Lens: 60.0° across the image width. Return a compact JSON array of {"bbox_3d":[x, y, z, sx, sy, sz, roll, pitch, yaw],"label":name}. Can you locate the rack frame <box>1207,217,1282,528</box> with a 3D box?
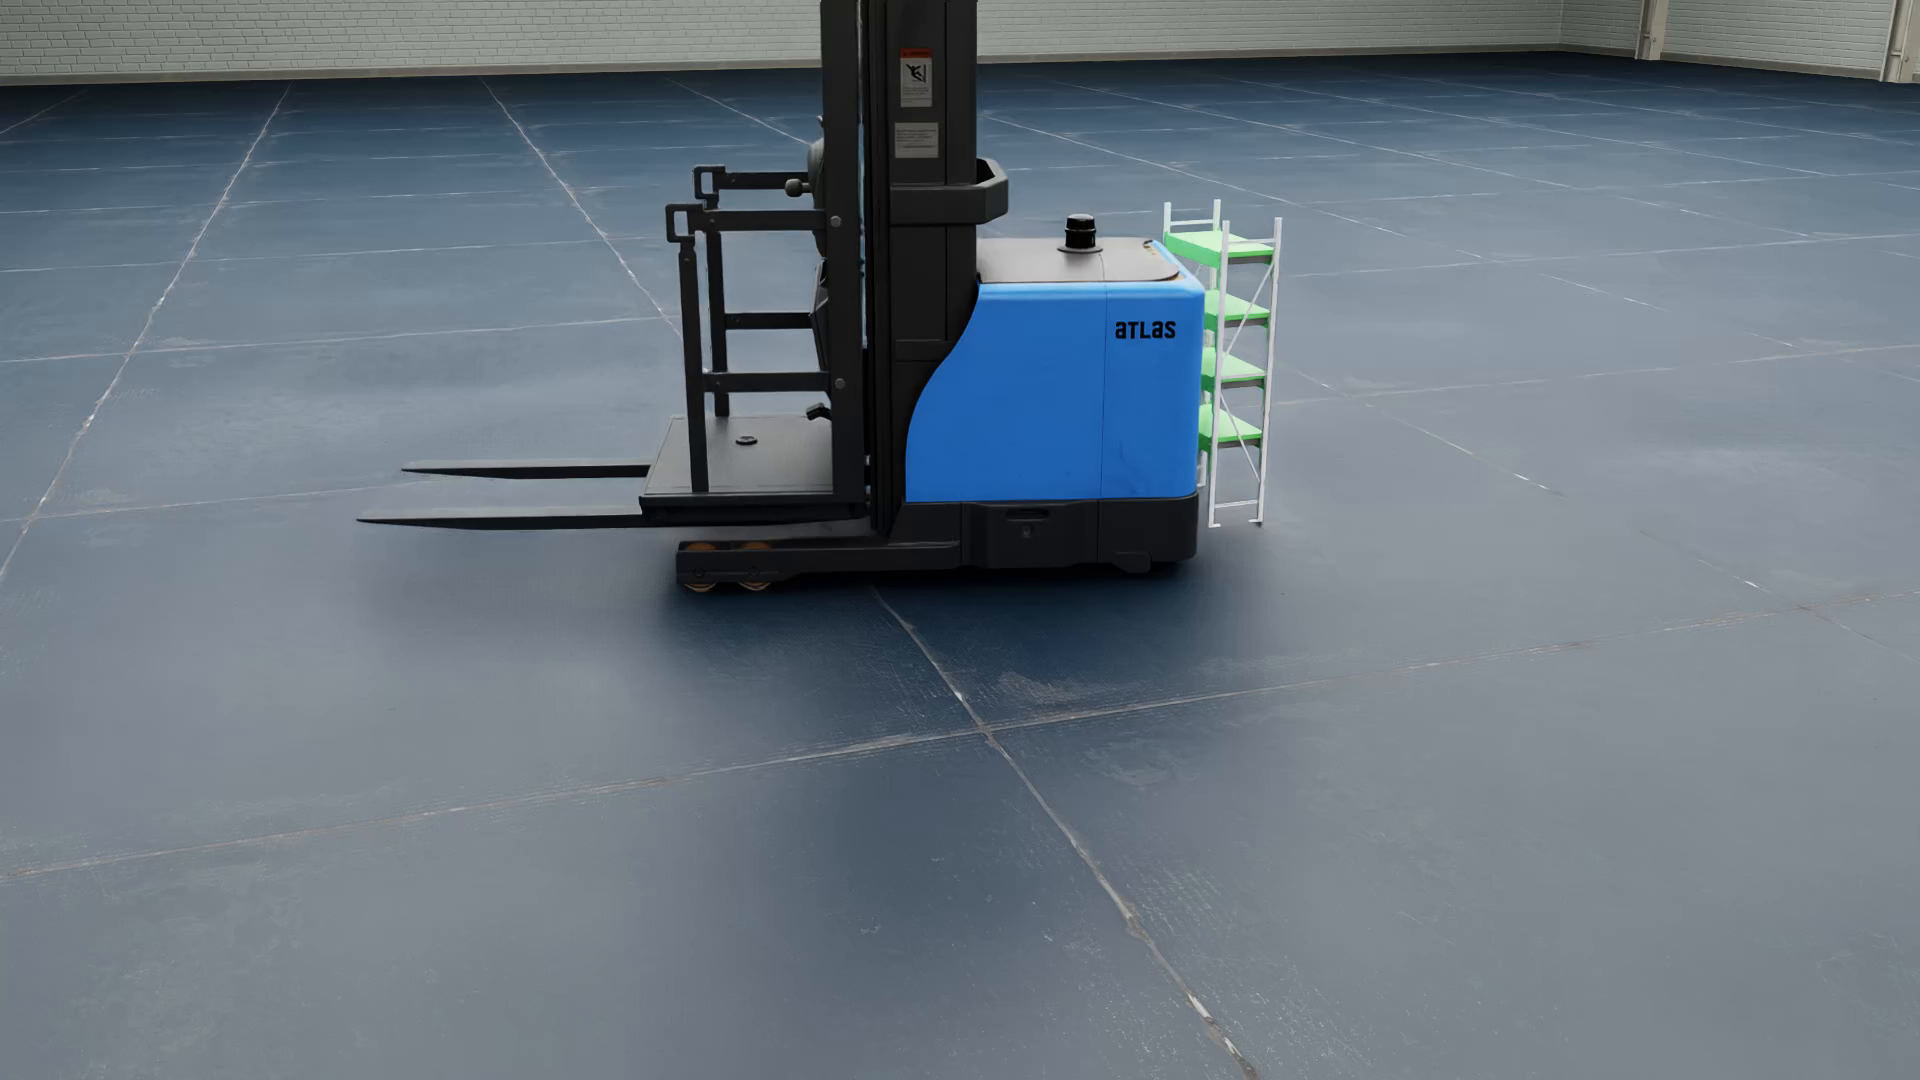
[{"bbox_3d":[1.089,-0.629,6.392,0.240,1.200,0.015,-7,21,-18],"label":"rack frame"}]

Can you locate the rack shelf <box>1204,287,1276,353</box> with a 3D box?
[{"bbox_3d":[1.008,-0.872,6.549,0.258,0.148,0.480,-7,21,-18],"label":"rack shelf"}]

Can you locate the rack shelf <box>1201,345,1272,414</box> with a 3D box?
[{"bbox_3d":[1.008,-0.646,6.630,0.258,0.148,0.480,-7,21,-18],"label":"rack shelf"}]

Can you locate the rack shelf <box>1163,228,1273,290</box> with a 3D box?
[{"bbox_3d":[1.008,-1.098,6.468,0.258,0.148,0.480,-7,21,-18],"label":"rack shelf"}]

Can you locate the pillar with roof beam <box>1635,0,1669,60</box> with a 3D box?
[{"bbox_3d":[9.507,-13.279,30.074,9.100,9.000,0.400,-6,21,-17],"label":"pillar with roof beam"}]

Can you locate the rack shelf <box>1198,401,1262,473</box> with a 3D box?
[{"bbox_3d":[1.008,-0.421,6.711,0.258,0.148,0.480,-7,21,-18],"label":"rack shelf"}]

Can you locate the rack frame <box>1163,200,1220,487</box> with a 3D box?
[{"bbox_3d":[0.927,-0.784,6.825,0.240,1.200,0.015,-7,21,-18],"label":"rack frame"}]

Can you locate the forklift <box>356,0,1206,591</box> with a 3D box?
[{"bbox_3d":[-0.672,-1.383,5.932,3.031,2.935,1.130,-1,20,-3],"label":"forklift"}]

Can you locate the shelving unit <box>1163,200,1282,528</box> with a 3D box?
[{"bbox_3d":[1.008,-0.707,6.609,0.258,1.200,0.503,-7,21,-18],"label":"shelving unit"}]

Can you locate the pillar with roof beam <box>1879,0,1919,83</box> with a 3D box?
[{"bbox_3d":[11.392,-11.354,24.714,9.100,9.000,0.400,-6,21,-17],"label":"pillar with roof beam"}]
